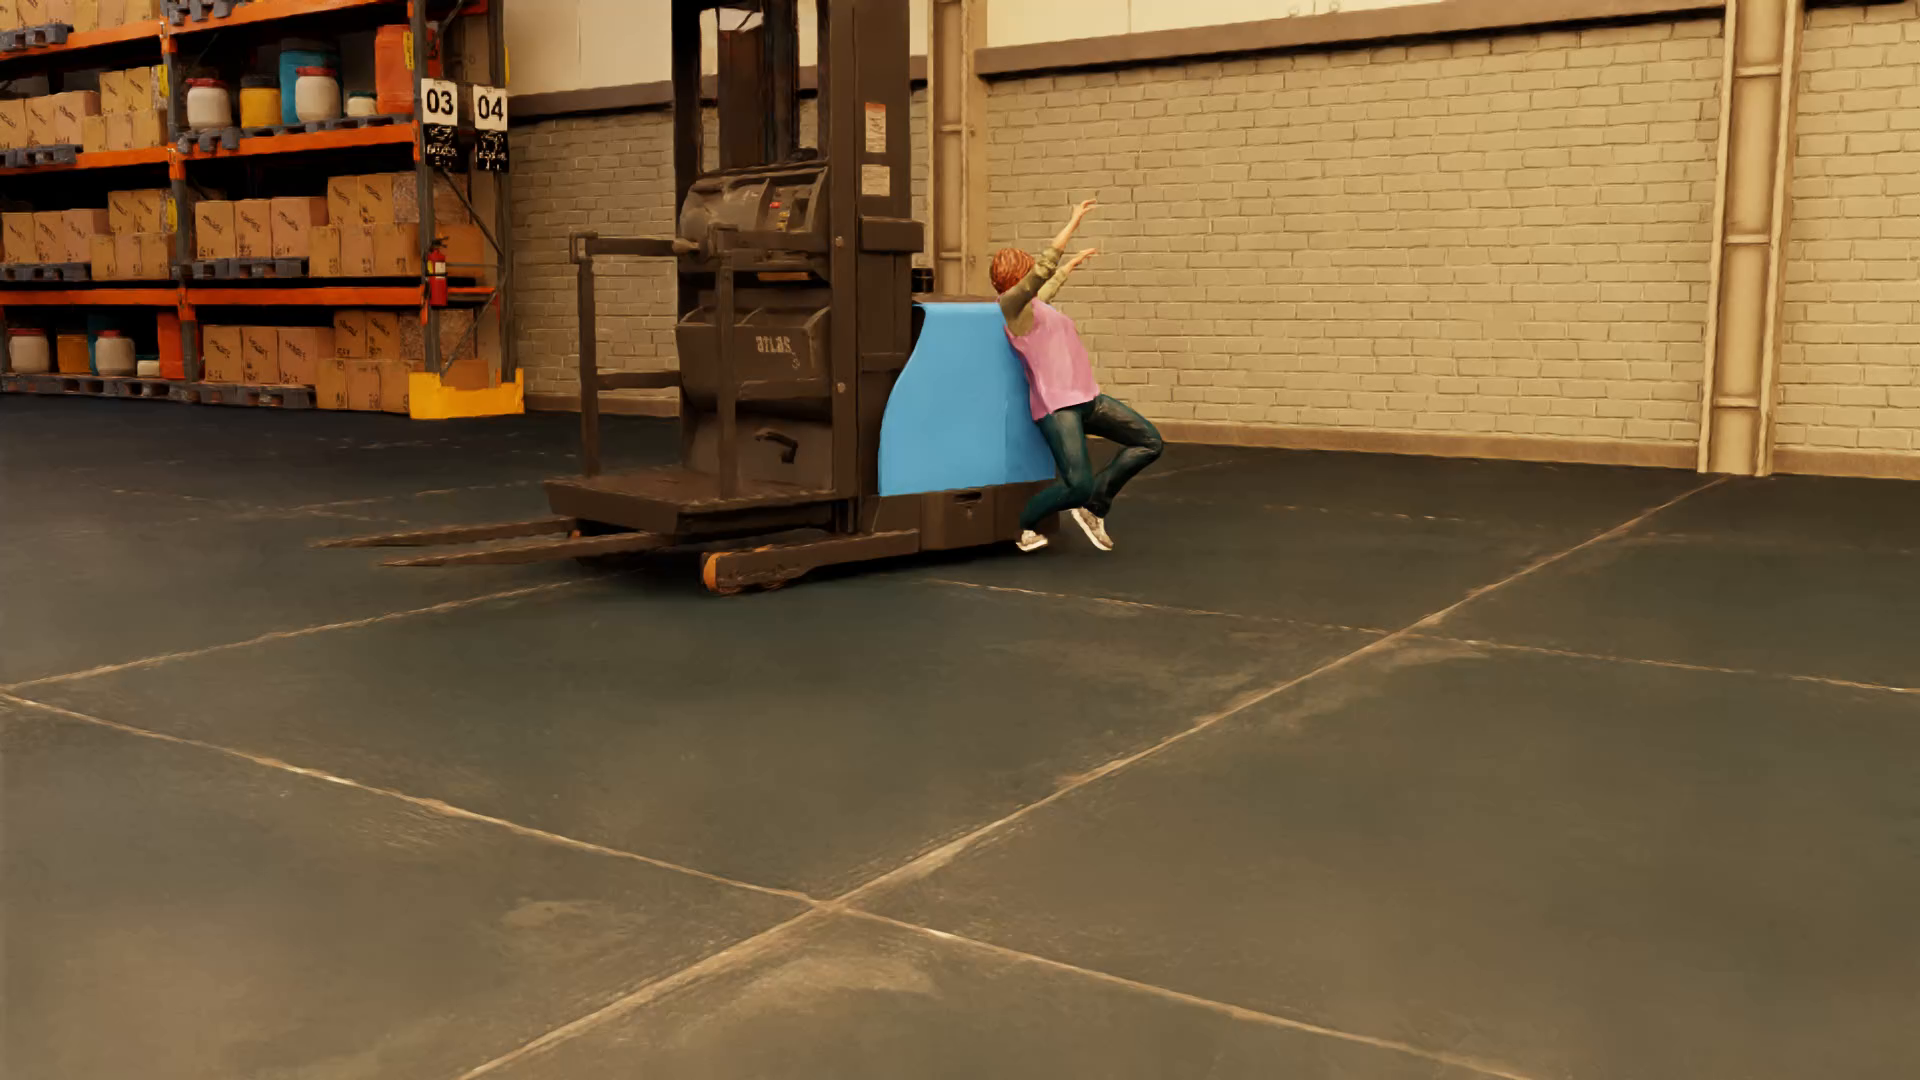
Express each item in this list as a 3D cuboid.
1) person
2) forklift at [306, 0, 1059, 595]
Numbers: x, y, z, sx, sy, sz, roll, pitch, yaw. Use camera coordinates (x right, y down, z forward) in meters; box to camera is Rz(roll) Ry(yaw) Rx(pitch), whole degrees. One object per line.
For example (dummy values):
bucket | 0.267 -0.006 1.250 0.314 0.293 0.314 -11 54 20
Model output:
person | 0.534 -0.701 7.237 0.728 1.508 0.939 4 9 27
forklift | -0.994 -1.328 6.529 3.031 2.935 1.130 -7 11 -42
